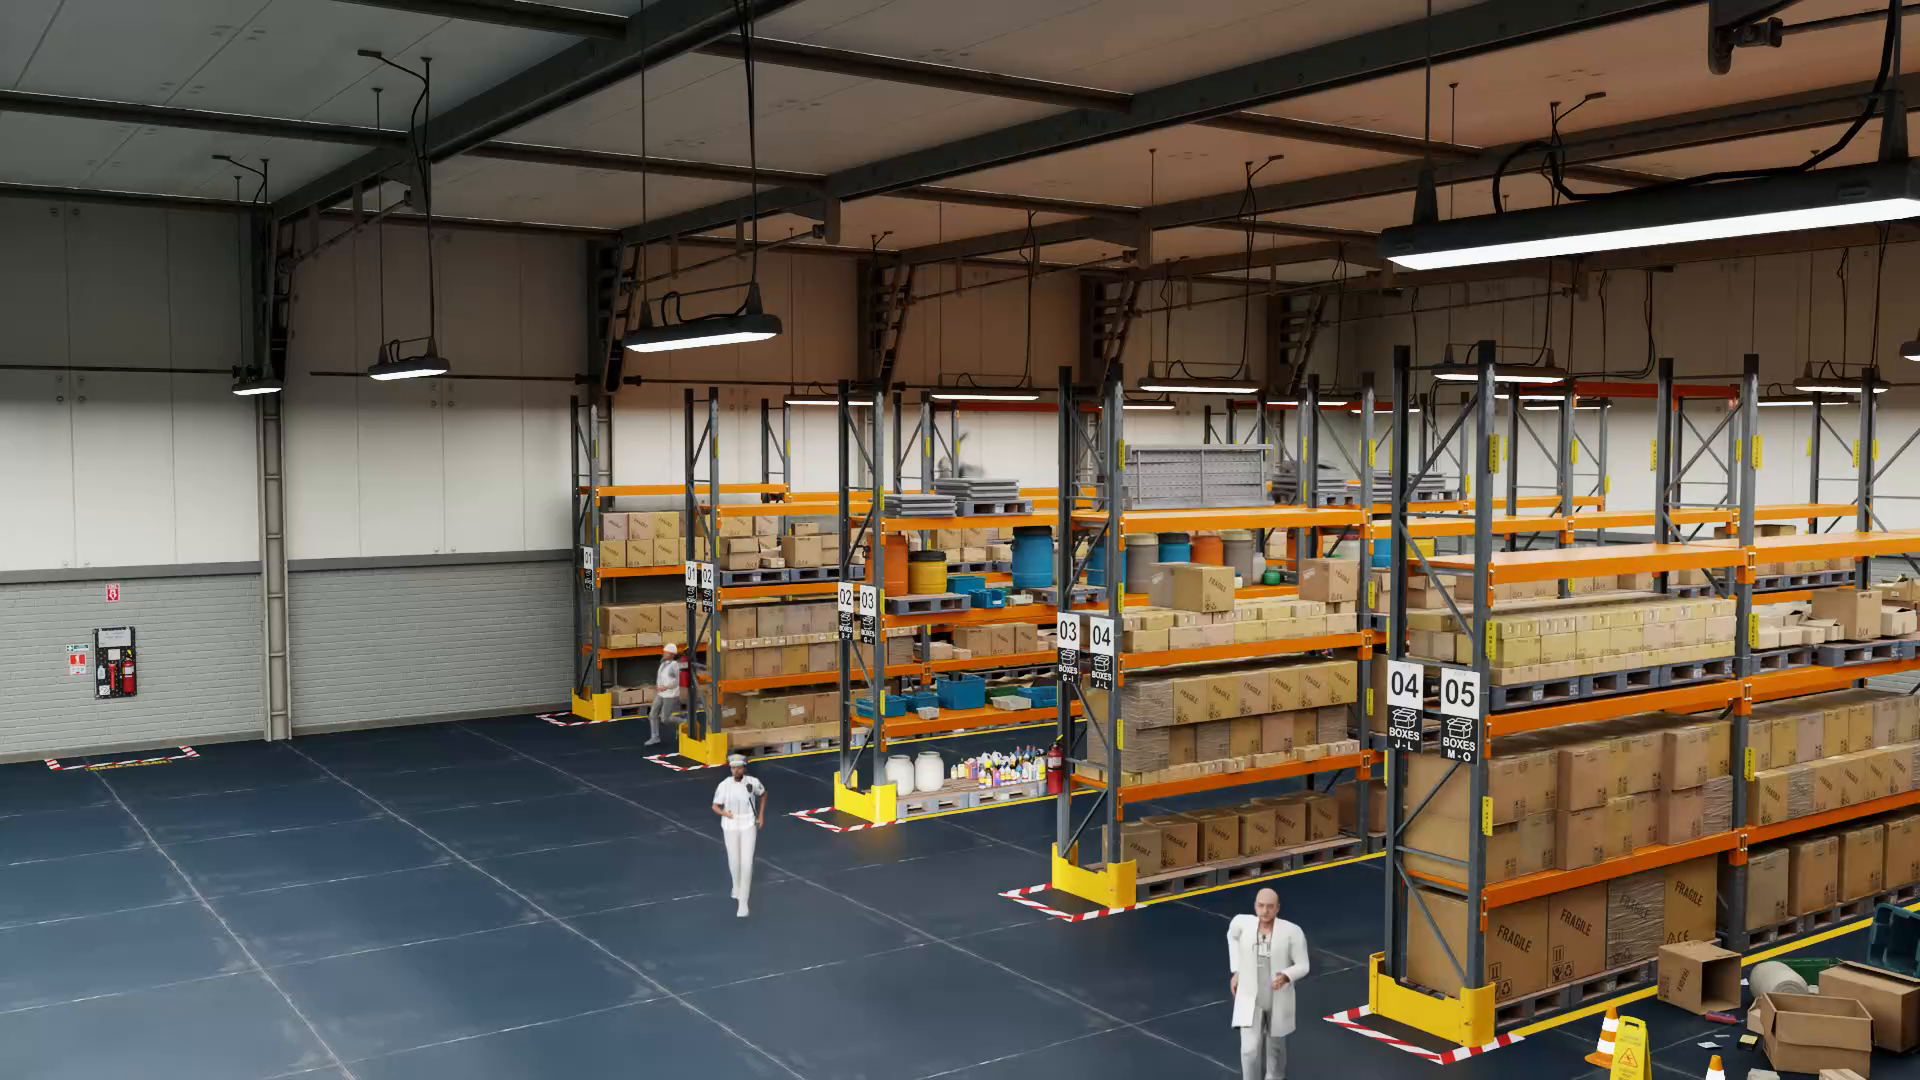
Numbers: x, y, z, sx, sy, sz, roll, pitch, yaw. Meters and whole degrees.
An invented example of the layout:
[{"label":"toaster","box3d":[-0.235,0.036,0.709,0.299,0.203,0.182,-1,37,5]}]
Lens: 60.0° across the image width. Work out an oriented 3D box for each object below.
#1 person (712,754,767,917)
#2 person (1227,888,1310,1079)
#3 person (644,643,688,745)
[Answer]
[{"label":"person","box3d":[-2.439,3.218,18.379,0.582,1.743,0.832,0,3,-1]},{"label":"person","box3d":[2.337,3.524,12.647,0.622,1.824,0.986,1,4,11]},{"label":"person","box3d":[-4.915,2.616,28.212,0.793,1.750,0.697,-3,4,-39]}]
